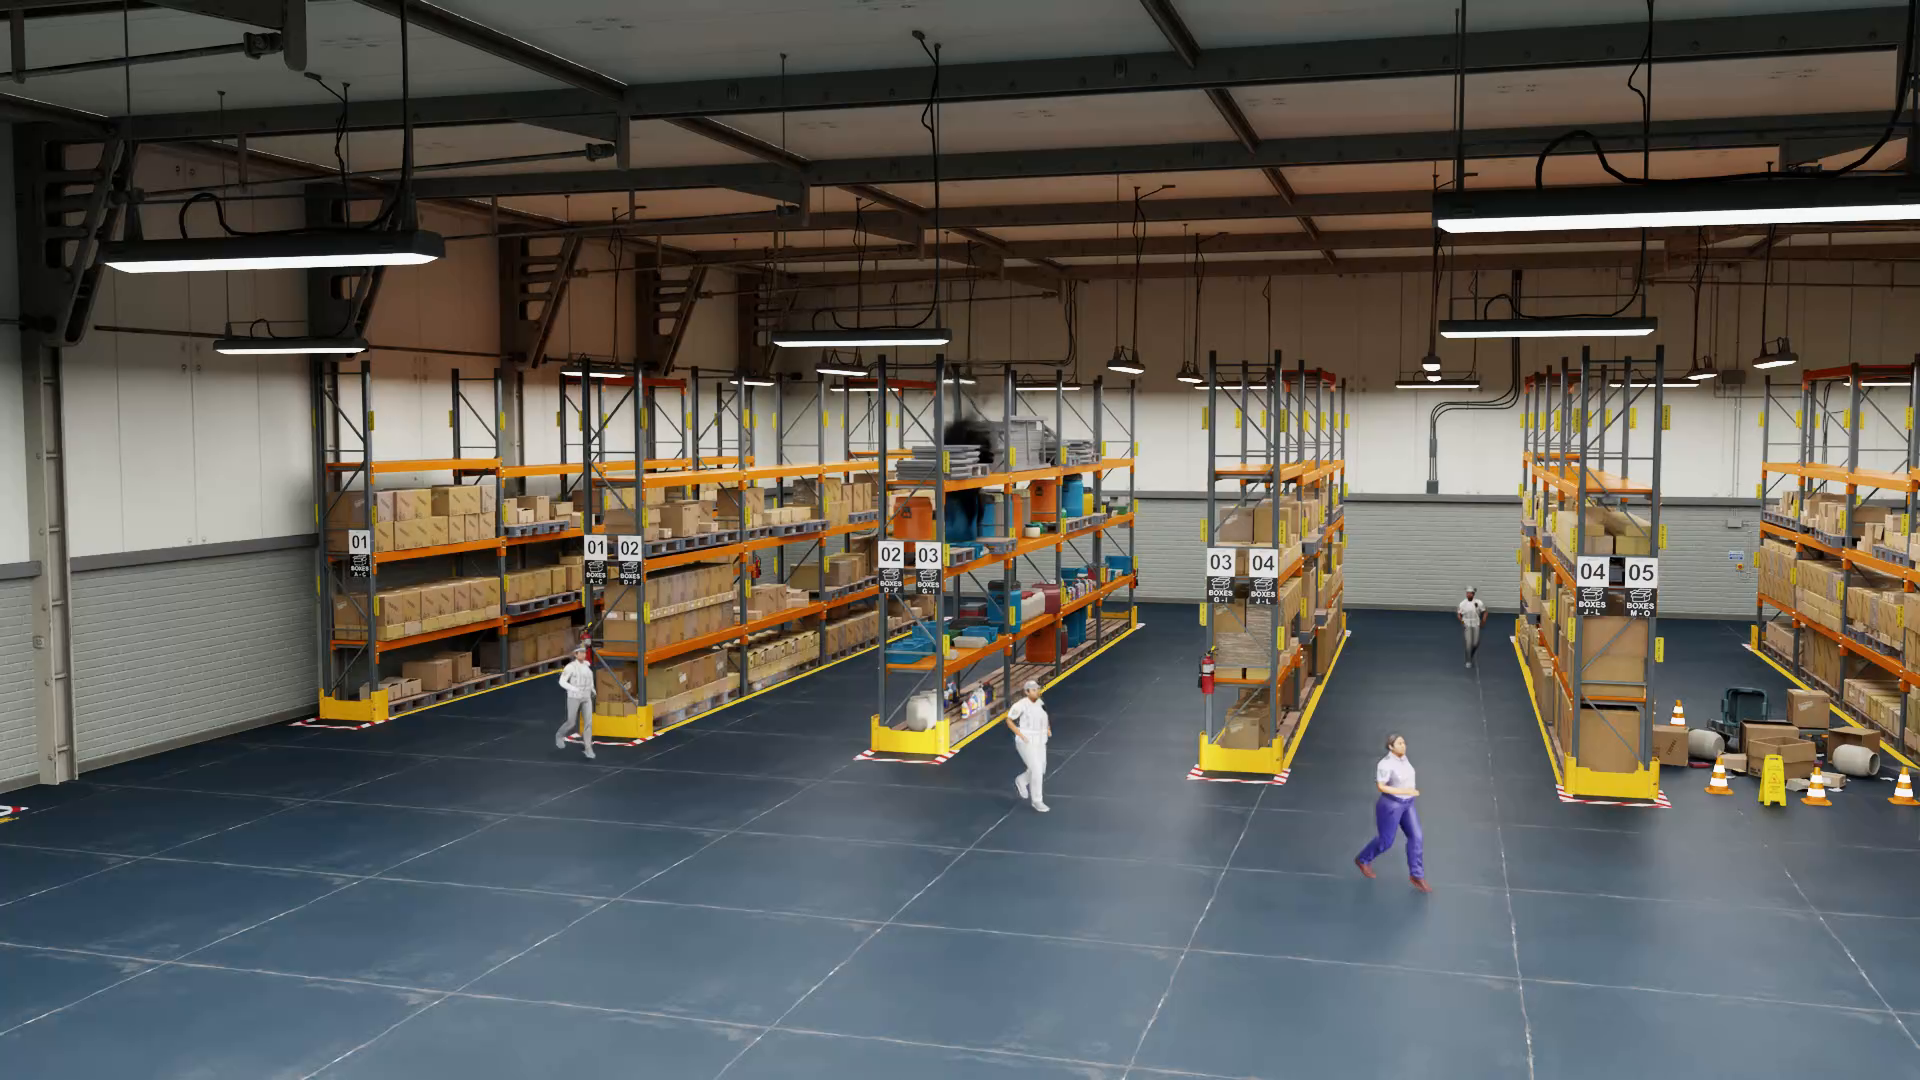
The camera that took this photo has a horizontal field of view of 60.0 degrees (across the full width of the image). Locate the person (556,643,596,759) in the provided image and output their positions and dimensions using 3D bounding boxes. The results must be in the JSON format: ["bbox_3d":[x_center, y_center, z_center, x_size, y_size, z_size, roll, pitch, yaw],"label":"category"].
[{"bbox_3d":[-5.692,2.377,24.894,0.655,1.688,0.951,-4,6,-44],"label":"person"}]

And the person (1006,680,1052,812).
[{"bbox_3d":[0.899,2.642,21.578,0.613,1.663,0.736,-4,5,-42],"label":"person"}]

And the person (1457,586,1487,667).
[{"bbox_3d":[10.387,1.767,33.778,0.586,1.664,0.484,1,4,19],"label":"person"}]

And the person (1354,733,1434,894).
[{"bbox_3d":[4.672,2.907,17.884,0.614,1.679,0.898,-3,5,-39],"label":"person"}]
